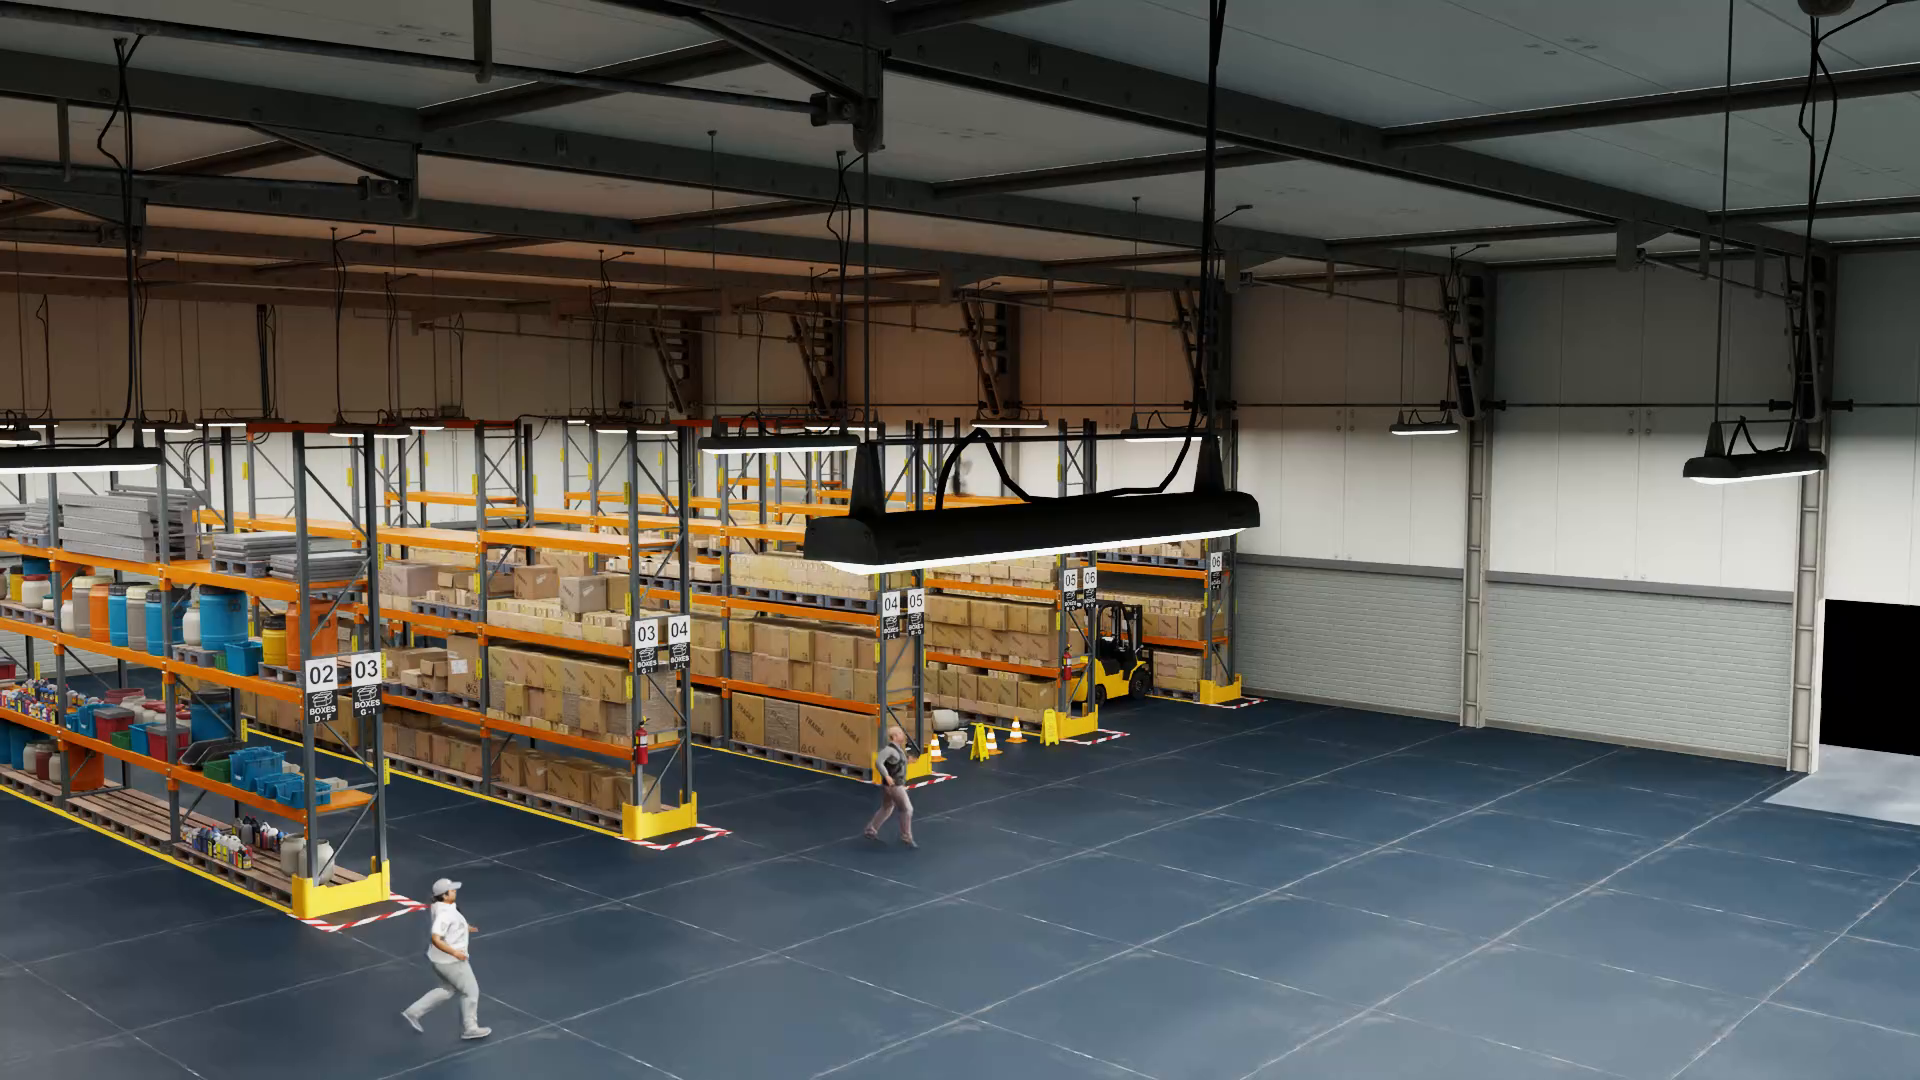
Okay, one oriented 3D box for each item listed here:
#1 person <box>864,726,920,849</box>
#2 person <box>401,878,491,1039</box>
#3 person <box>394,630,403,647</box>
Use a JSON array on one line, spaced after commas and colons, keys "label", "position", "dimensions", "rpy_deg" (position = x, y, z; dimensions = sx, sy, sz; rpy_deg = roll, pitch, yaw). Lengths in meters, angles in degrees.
[{"label": "person", "position": [-0.976, 3.538, 23.756], "dimensions": [0.804, 1.782, 0.632], "rpy_deg": [0, 5, -4]}, {"label": "person", "position": [-5.099, 4.162, 16.487], "dimensions": [0.843, 1.635, 0.620], "rpy_deg": [-3, 5, -29]}, {"label": "person", "position": [-13.405, 2.221, 39.886], "dimensions": [0.690, 1.716, 0.608], "rpy_deg": [3, 6, 36]}]
